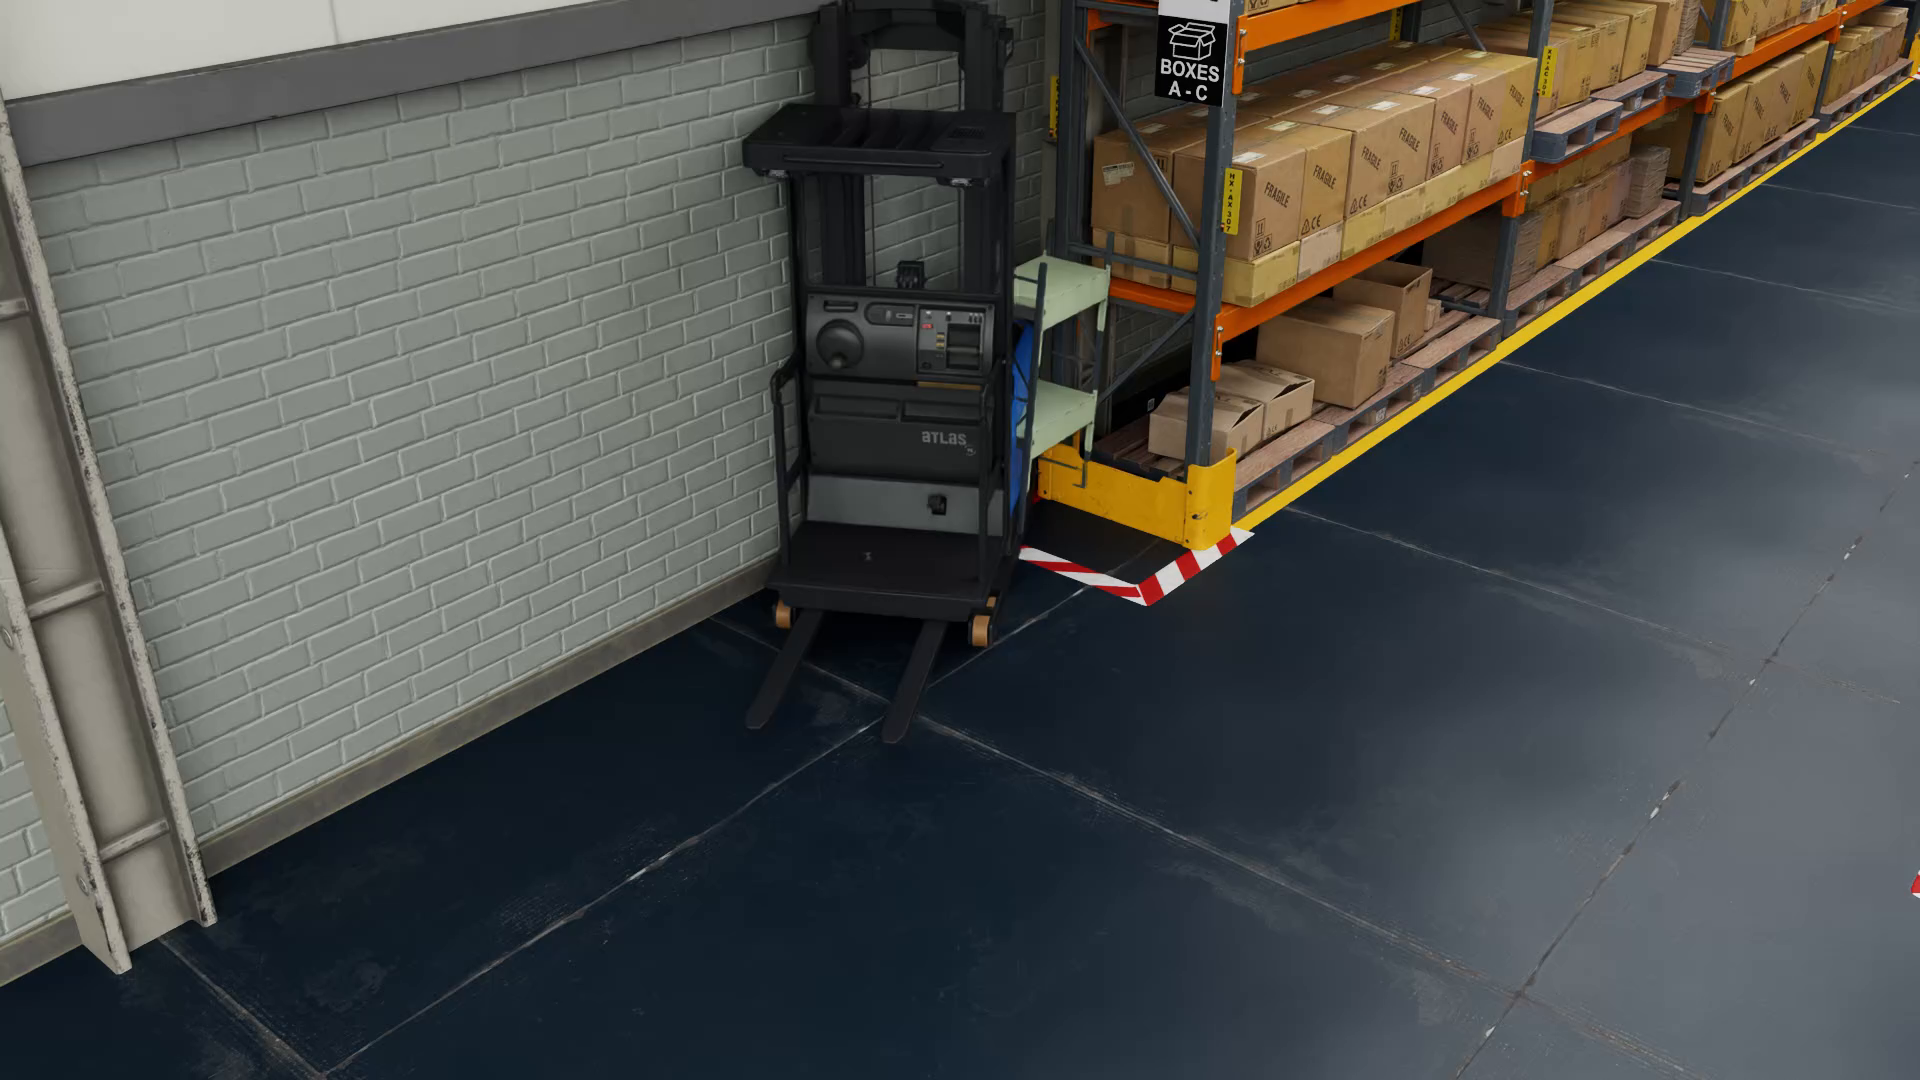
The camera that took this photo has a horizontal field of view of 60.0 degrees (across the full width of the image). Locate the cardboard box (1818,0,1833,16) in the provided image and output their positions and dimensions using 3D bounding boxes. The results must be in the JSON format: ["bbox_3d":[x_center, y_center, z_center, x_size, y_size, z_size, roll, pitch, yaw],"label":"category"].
[{"bbox_3d":[8.429,-5.319,16.519,0.380,0.149,0.250,21,34,35],"label":"cardboard box"}]

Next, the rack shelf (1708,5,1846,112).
[{"bbox_3d":[7.296,-4.692,15.839,1.077,0.370,4.000,21,34,34],"label":"rack shelf"}]

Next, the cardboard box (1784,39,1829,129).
[{"bbox_3d":[8.255,-4.684,16.923,0.750,0.750,0.750,21,34,35],"label":"cardboard box"}]

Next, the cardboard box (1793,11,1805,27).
[{"bbox_3d":[7.901,-5.062,16.023,0.380,0.149,0.250,21,34,34],"label":"cardboard box"}]

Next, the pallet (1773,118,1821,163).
[{"bbox_3d":[8.136,-4.187,17.113,1.003,0.211,1.213,21,34,34],"label":"pallet"}]

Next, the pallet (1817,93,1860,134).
[{"bbox_3d":[9.112,-4.729,18.162,1.003,0.211,1.213,21,34,34],"label":"pallet"}]

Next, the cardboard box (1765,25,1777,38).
[{"bbox_3d":[7.379,-4.796,15.508,0.380,0.149,0.250,21,34,35],"label":"cardboard box"}]

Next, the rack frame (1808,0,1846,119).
[{"bbox_3d":[8.568,-5.721,17.044,1.000,3.000,0.127,21,34,34],"label":"rack frame"}]

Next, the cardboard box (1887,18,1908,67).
[{"bbox_3d":[10.745,-5.938,19.727,0.700,0.500,0.500,21,34,34],"label":"cardboard box"}]

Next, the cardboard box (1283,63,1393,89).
[{"bbox_3d":[2.366,-2.697,10.524,0.500,0.500,0.500,22,34,36],"label":"cardboard box"}]

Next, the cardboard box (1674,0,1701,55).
[{"bbox_3d":[5.733,-4.373,13.851,0.700,0.500,0.500,16,32,29],"label":"cardboard box"}]

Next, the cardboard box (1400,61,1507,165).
[{"bbox_3d":[3.105,-2.723,10.575,0.500,0.500,0.500,21,34,34],"label":"cardboard box"}]

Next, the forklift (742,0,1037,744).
[{"bbox_3d":[-0.328,-0.950,7.897,1.130,2.935,3.031,5,28,9],"label":"forklift"}]

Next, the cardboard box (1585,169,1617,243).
[{"bbox_3d":[4.895,-2.784,13.609,0.700,0.500,0.500,21,34,34],"label":"cardboard box"}]

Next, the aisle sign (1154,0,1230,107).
[{"bbox_3d":[1.121,-2.508,8.004,0.394,0.787,0.004,21,34,34],"label":"aisle sign"}]

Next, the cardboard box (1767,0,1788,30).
[{"bbox_3d":[7.187,-4.944,15.088,0.500,0.500,0.500,21,34,34],"label":"cardboard box"}]

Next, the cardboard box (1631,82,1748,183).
[{"bbox_3d":[6.593,-3.757,15.130,0.750,0.750,0.750,20,34,34],"label":"cardboard box"}]

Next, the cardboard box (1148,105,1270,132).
[{"bbox_3d":[1.399,-2.146,9.460,0.500,0.500,0.500,21,34,35],"label":"cardboard box"}]

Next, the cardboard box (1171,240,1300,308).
[{"bbox_3d":[1.491,-1.489,9.005,0.500,0.250,0.500,20,33,33],"label":"cardboard box"}]

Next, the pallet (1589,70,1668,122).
[{"bbox_3d":[4.797,-3.504,12.967,1.003,0.211,1.213,21,34,34],"label":"pallet"}]

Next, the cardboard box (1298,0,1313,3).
[{"bbox_3d":[1.710,-3.077,8.539,0.500,0.500,0.500,23,35,38],"label":"cardboard box"}]

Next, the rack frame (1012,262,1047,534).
[{"bbox_3d":[0.214,-0.761,8.689,0.400,1.500,0.023,19,30,27],"label":"rack frame"}]

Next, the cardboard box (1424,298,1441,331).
[{"bbox_3d":[3.163,-1.623,11.727,0.380,0.166,0.250,16,31,28],"label":"cardboard box"}]

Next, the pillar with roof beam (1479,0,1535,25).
[{"bbox_3d":[7.852,-5.501,10.090,9.100,9.000,0.400,21,34,34],"label":"pillar with roof beam"}]

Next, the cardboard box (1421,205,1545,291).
[{"bbox_3d":[3.935,-2.235,12.548,0.700,0.500,0.500,22,35,36],"label":"cardboard box"}]

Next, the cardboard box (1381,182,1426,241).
[{"bbox_3d":[2.462,-2.034,10.060,0.500,0.250,0.500,21,34,35],"label":"cardboard box"}]

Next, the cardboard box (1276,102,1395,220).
[{"bbox_3d":[2.127,-2.177,9.518,0.500,0.500,0.500,19,33,33],"label":"cardboard box"}]

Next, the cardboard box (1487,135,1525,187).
[{"bbox_3d":[3.412,-2.570,11.095,0.500,0.250,0.500,21,34,35],"label":"cardboard box"}]

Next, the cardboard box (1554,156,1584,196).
[{"bbox_3d":[4.541,-2.911,13.038,0.500,0.250,0.500,20,33,33],"label":"cardboard box"}]

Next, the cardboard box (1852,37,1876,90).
[{"bbox_3d":[9.773,-5.391,18.669,0.700,0.500,0.500,22,34,36],"label":"cardboard box"}]

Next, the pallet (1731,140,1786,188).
[{"bbox_3d":[7.360,-3.752,16.273,1.003,0.211,1.213,21,34,34],"label":"pallet"}]

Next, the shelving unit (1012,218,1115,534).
[{"bbox_3d":[0.408,-0.889,8.971,0.431,1.500,0.755,19,30,27],"label":"shelving unit"}]

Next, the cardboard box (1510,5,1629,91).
[{"bbox_3d":[4.586,-3.733,12.614,0.500,0.500,0.700,-23,35,-37],"label":"cardboard box"}]

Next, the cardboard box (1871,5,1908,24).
[{"bbox_3d":[10.803,-6.127,19.387,0.380,0.149,0.250,20,34,34],"label":"cardboard box"}]

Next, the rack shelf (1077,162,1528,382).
[{"bbox_3d":[2.208,-1.856,10.356,1.077,0.370,4.000,21,34,34],"label":"rack shelf"}]

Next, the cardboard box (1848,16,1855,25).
[{"bbox_3d":[10.027,-5.970,19.083,0.380,0.149,0.250,21,34,35],"label":"cardboard box"}]

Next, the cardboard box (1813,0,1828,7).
[{"bbox_3d":[8.152,-5.485,16.134,0.500,0.500,0.500,21,34,35],"label":"cardboard box"}]

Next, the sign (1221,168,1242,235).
[{"bbox_3d":[1.354,-1.692,8.314,0.100,0.325,0.005,21,34,34],"label":"sign"}]

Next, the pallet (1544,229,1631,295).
[{"bbox_3d":[4.750,-2.357,13.576,1.003,0.211,1.213,21,34,34],"label":"pallet"}]

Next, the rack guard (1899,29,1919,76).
[{"bbox_3d":[11.128,-6.037,20.376,1.175,0.500,0.348,21,34,34],"label":"rack guard"}]

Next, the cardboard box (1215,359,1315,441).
[{"bbox_3d":[1.808,-0.889,10.150,0.500,0.311,0.500,24,36,38],"label":"cardboard box"}]

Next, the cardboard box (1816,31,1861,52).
[{"bbox_3d":[9.482,-5.388,17.959,0.380,0.149,0.250,22,35,36],"label":"cardboard box"}]

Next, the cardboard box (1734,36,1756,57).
[{"bbox_3d":[6.814,-4.405,14.753,0.380,0.149,0.250,22,35,36],"label":"cardboard box"}]
